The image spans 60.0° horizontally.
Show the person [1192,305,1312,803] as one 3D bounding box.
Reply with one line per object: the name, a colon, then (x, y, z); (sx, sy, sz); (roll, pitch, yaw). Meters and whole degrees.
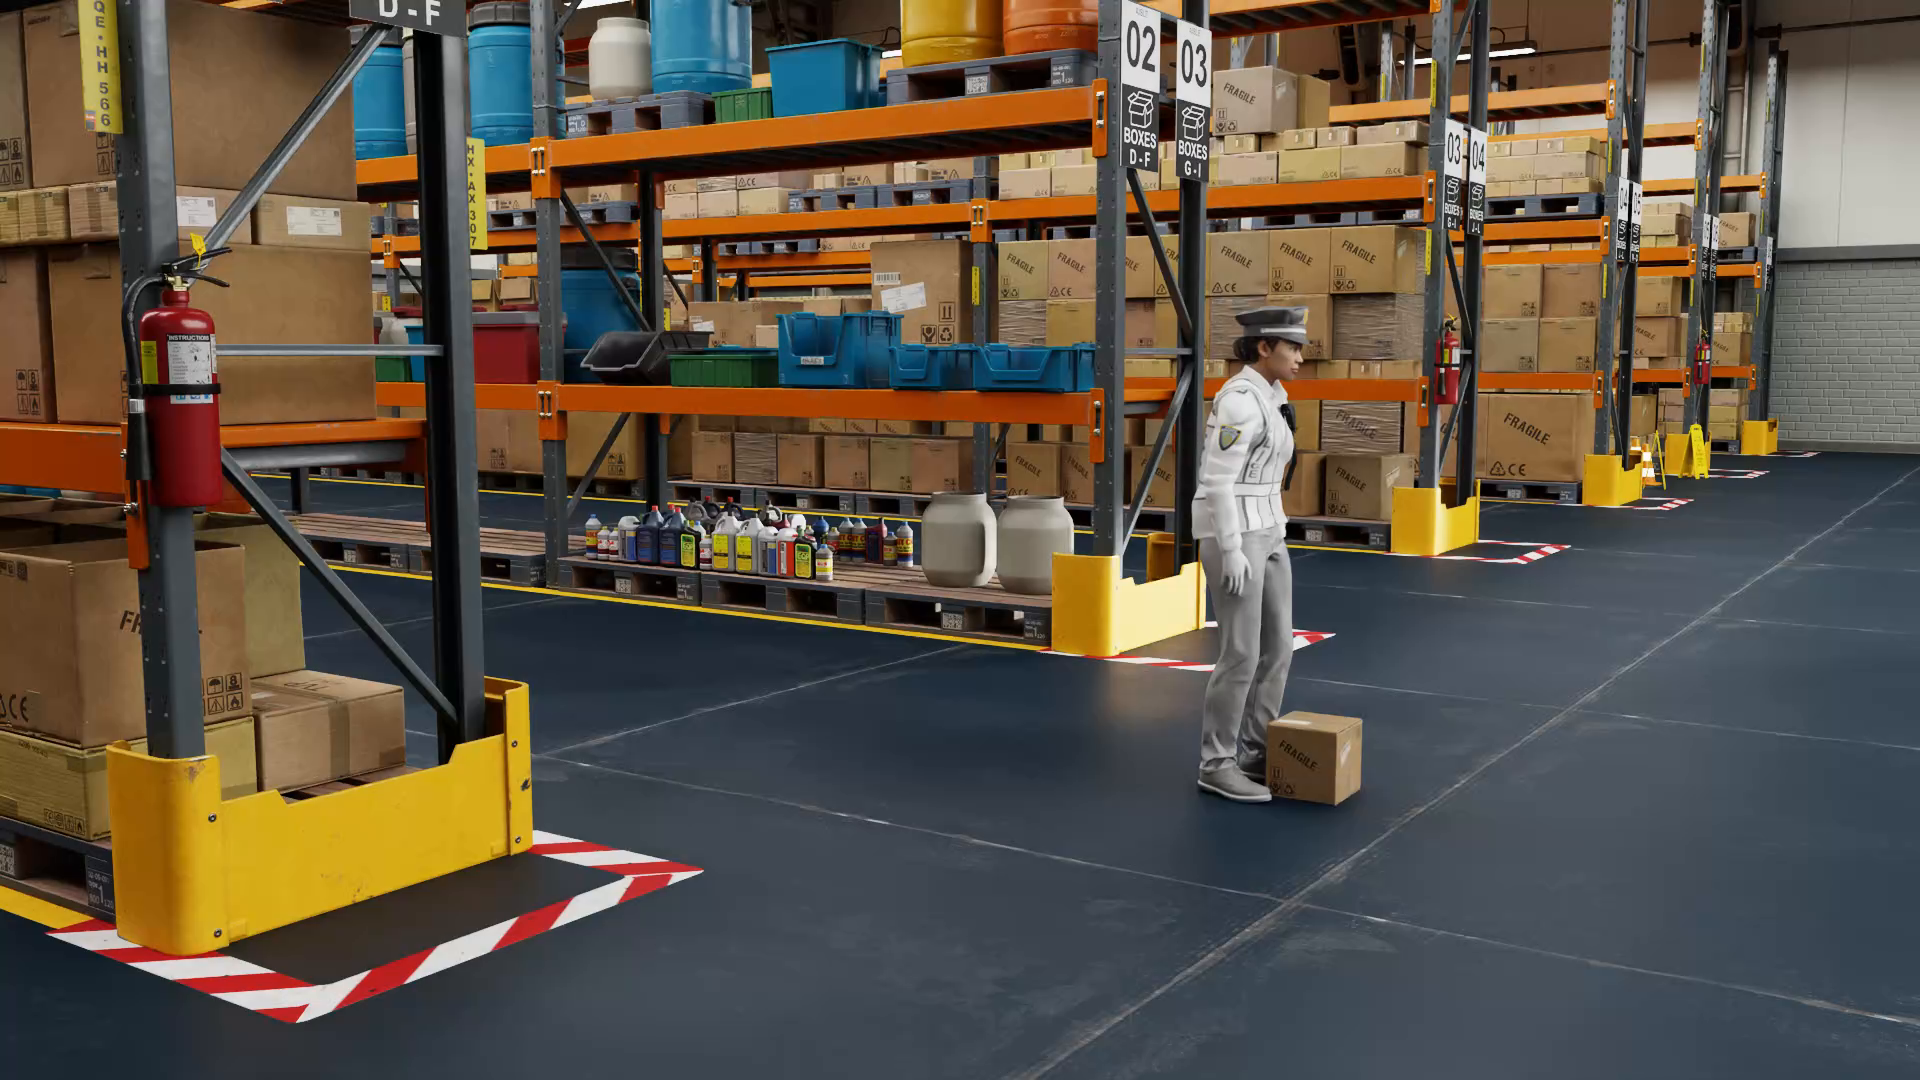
person: (1.024, 0.031, 5.735); (0.414, 1.659, 0.529); (4, 7, 31)
